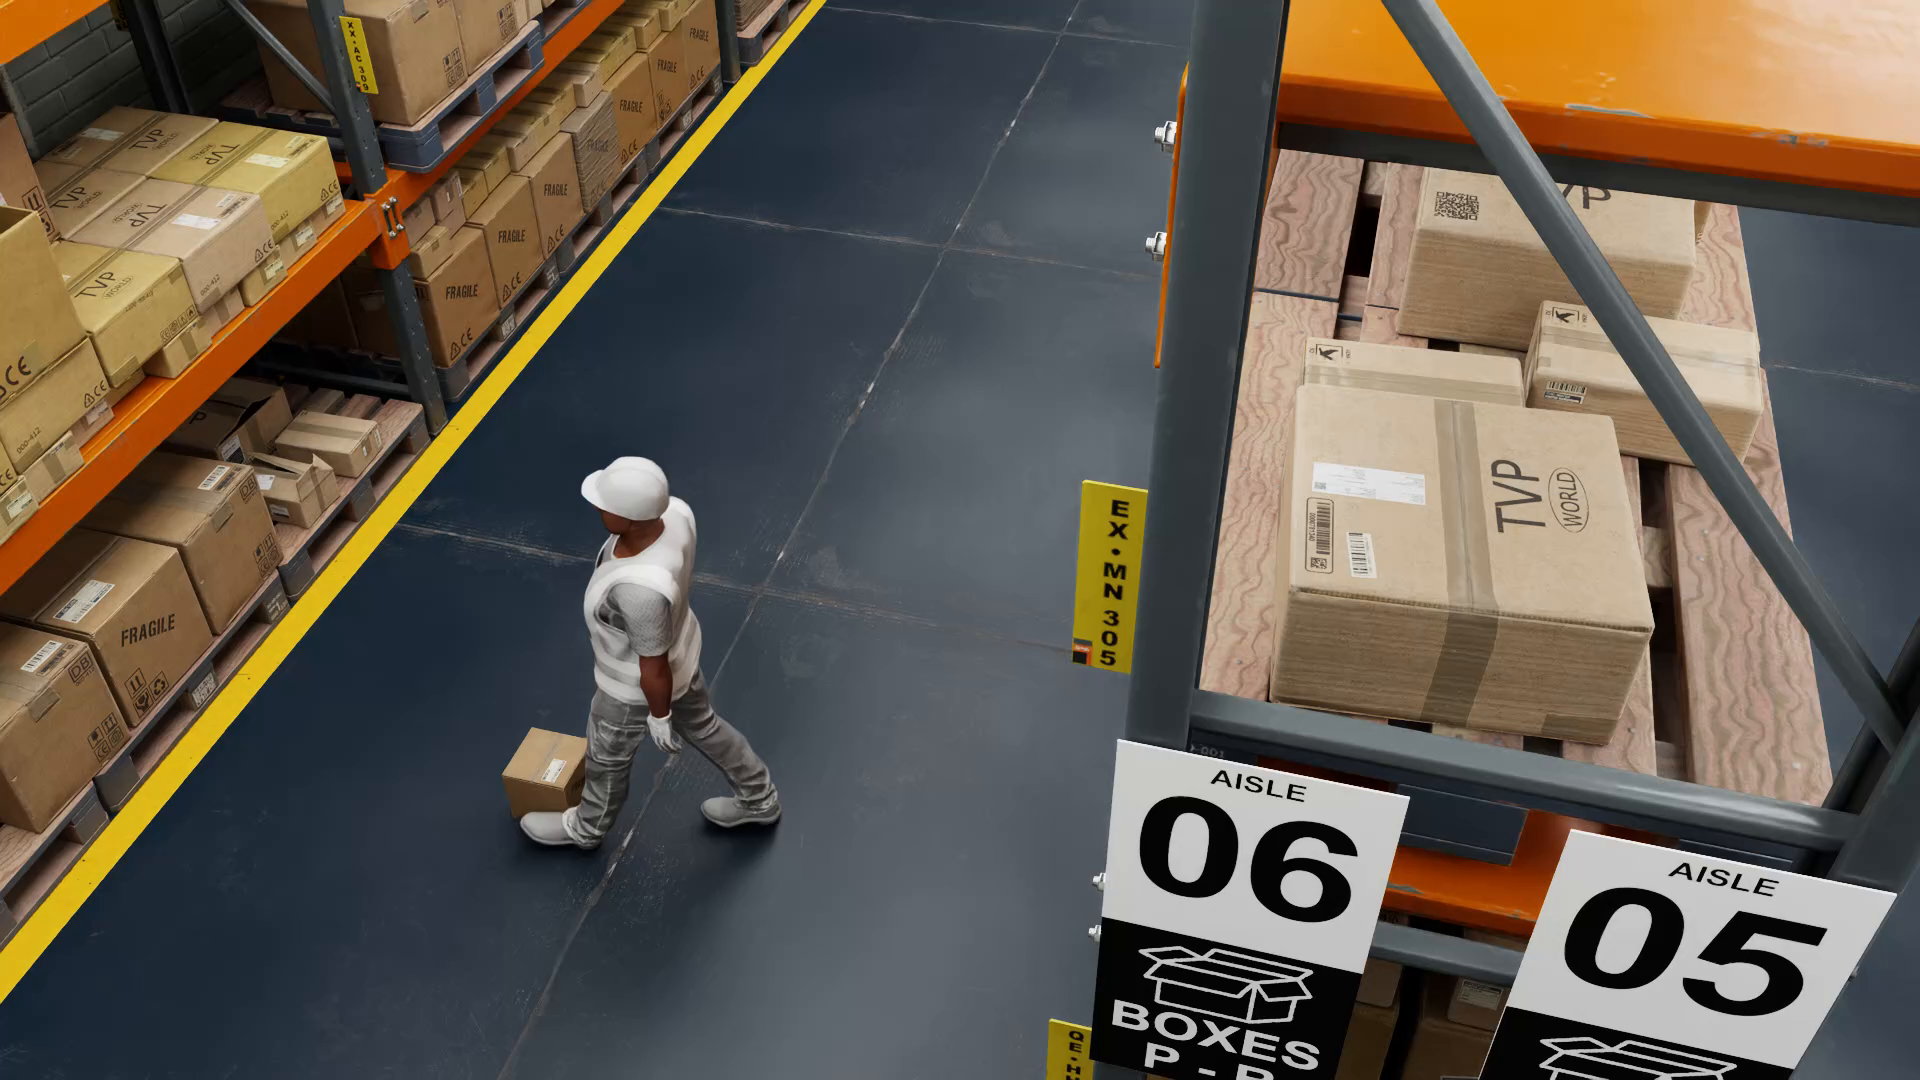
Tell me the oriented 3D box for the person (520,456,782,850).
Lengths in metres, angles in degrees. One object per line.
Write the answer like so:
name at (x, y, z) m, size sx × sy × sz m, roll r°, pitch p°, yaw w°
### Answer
person at (-1.139, 0.403, 5.682) m, size 0.934 × 1.752 × 0.561 m, roll 5°, pitch 41°, yaw 6°
